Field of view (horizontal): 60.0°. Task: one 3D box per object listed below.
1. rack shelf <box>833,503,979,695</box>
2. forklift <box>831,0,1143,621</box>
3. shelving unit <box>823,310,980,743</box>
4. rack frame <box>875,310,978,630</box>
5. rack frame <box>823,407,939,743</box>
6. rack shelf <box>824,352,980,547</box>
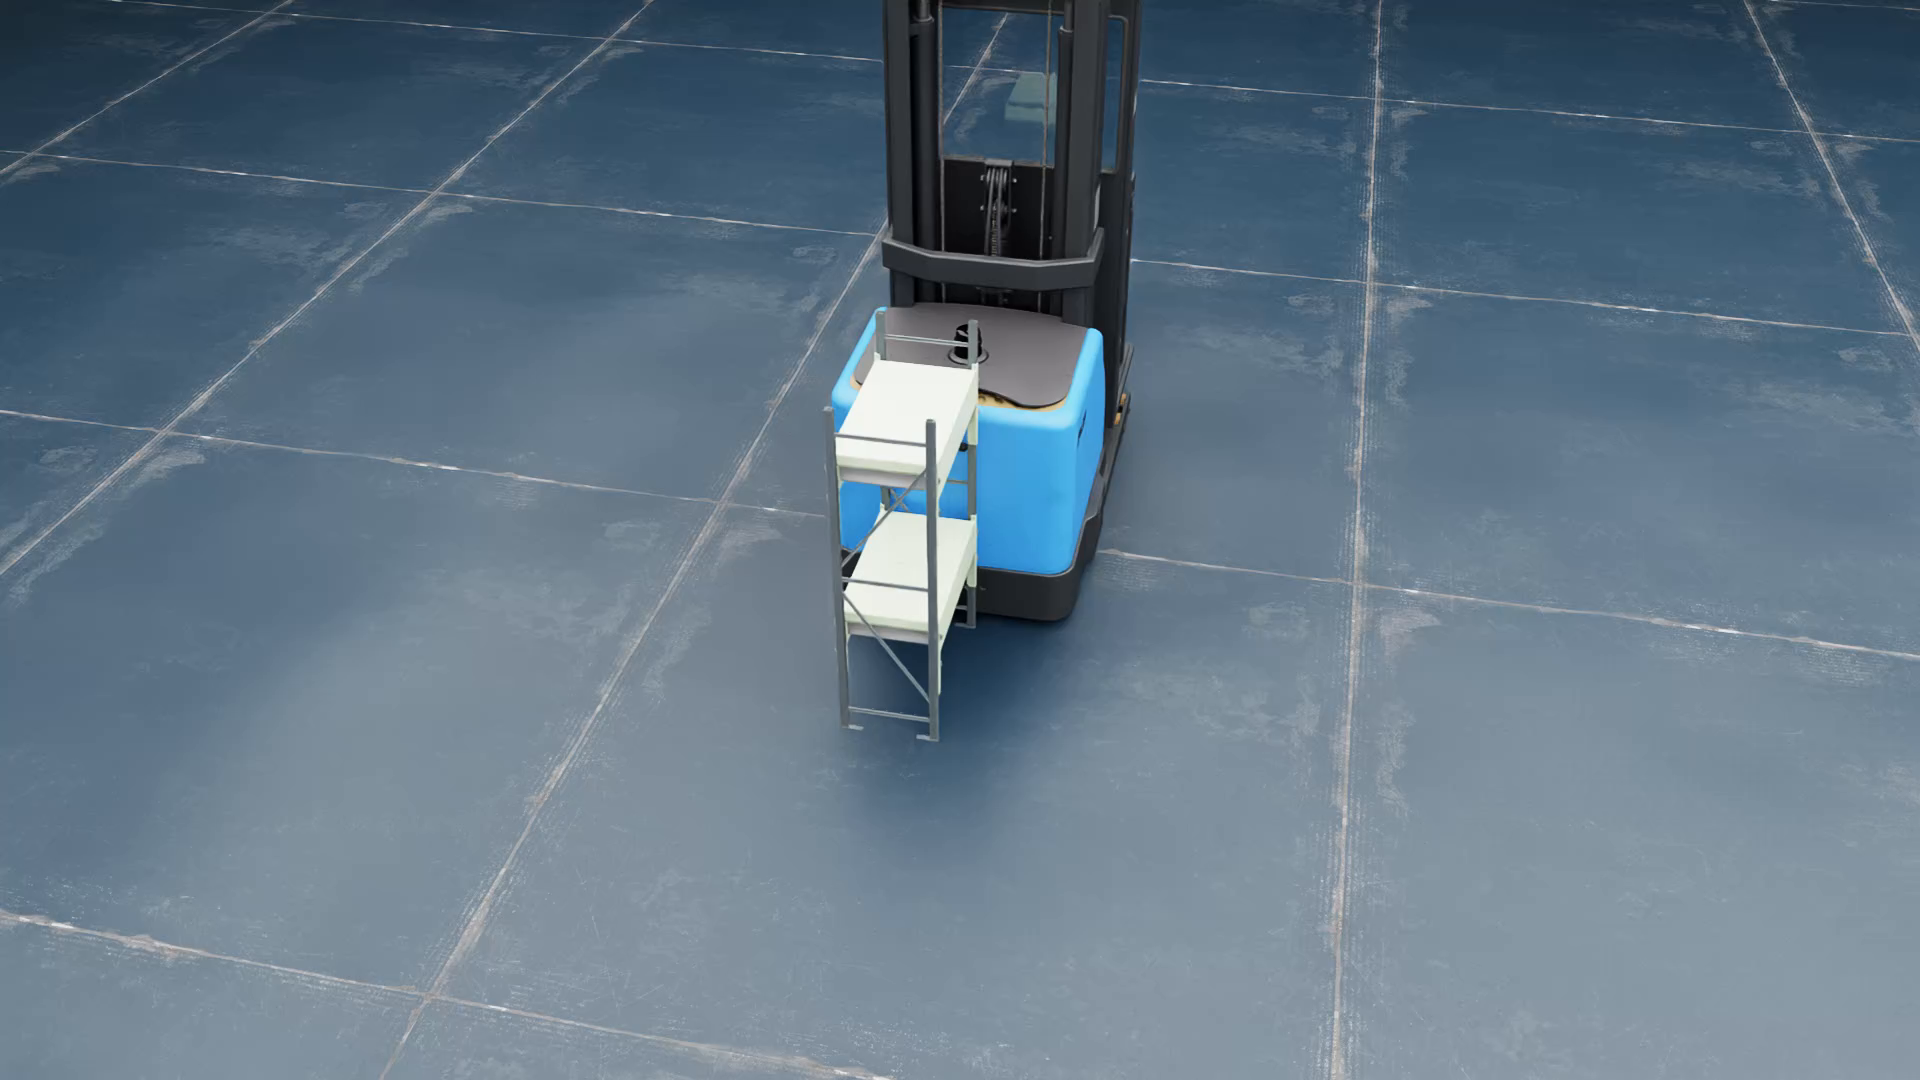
[{"bbox_3d":[-0.205,0.225,6.717,0.431,0.370,0.720,7,37,10],"label":"rack shelf"},{"bbox_3d":[0.266,-1.701,7.600,1.130,2.935,3.031,7,37,10],"label":"forklift"},{"bbox_3d":[-0.205,-0.039,6.526,0.431,1.500,0.755,7,37,10],"label":"shelving unit"},{"bbox_3d":[-0.129,-0.249,6.816,0.400,1.500,0.023,7,37,10],"label":"rack frame"},{"bbox_3d":[-0.281,0.171,6.236,0.400,1.500,0.023,7,37,10],"label":"rack frame"},{"bbox_3d":[-0.205,-0.355,6.297,0.431,0.370,0.720,7,37,10],"label":"rack shelf"}]
